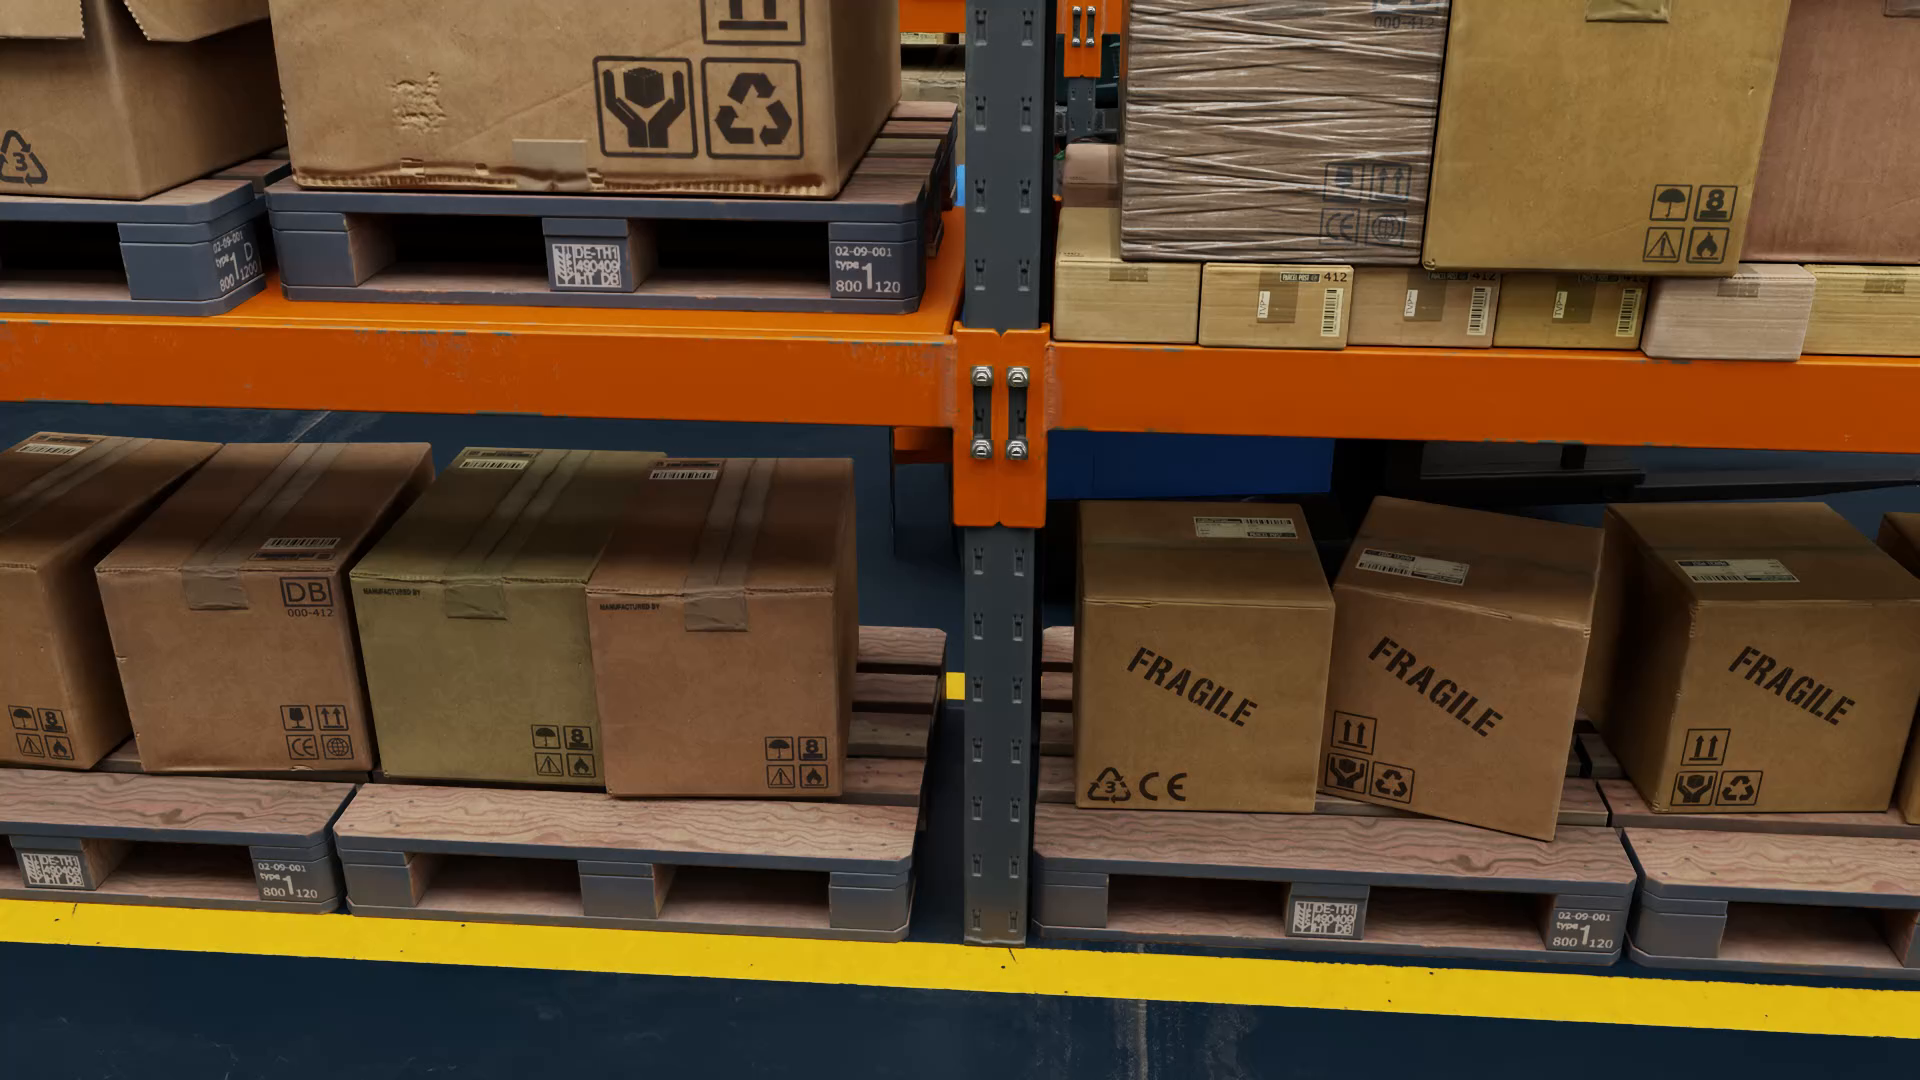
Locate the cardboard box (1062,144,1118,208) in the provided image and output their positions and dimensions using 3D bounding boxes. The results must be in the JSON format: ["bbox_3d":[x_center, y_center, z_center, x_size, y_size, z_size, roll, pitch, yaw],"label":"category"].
[{"bbox_3d":[0.346,-0.733,3.555,0.250,0.149,0.380,2,25,4],"label":"cardboard box"}]

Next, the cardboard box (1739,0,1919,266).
[{"bbox_3d":[1.555,-0.867,3.071,0.500,0.500,0.875,2,25,4],"label":"cardboard box"}]

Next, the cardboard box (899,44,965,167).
[{"bbox_3d":[-0.036,-1.947,8.081,0.750,0.750,1.050,2,25,4],"label":"cardboard box"}]

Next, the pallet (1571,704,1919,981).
[{"bbox_3d":[2.001,0.580,3.737,1.213,0.211,1.003,2,25,4],"label":"pallet"}]

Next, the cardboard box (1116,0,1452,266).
[{"bbox_3d":[0.553,-0.872,3.081,0.500,0.500,0.875,2,25,4],"label":"cardboard box"}]

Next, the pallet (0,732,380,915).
[{"bbox_3d":[-1.887,0.473,3.970,1.213,0.211,1.003,2,25,4],"label":"pallet"}]

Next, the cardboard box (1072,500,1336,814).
[{"bbox_3d":[0.505,0.243,3.622,0.500,0.500,0.500,1,25,2],"label":"cardboard box"}]

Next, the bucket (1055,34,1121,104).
[{"bbox_3d":[0.902,-2.956,10.182,0.620,0.611,0.726,1,23,26],"label":"bucket"}]

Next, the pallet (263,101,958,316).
[{"bbox_3d":[-0.642,-0.729,3.476,1.213,0.211,1.003,2,25,4],"label":"pallet"}]

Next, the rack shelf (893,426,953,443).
[{"bbox_3d":[-0.118,-0.389,5.054,0.180,0.103,0.258,-2,25,-4],"label":"rack shelf"}]

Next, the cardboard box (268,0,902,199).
[{"bbox_3d":[-0.672,-1.279,3.220,1.000,1.000,1.000,2,25,4],"label":"cardboard box"}]

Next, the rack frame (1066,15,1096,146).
[{"bbox_3d":[0.590,-2.796,7.737,0.127,3.000,1.000,2,25,4],"label":"rack frame"}]

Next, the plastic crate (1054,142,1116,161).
[{"bbox_3d":[0.863,-2.085,9.487,0.662,0.188,0.450,16,39,31],"label":"plastic crate"}]

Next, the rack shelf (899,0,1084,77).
[{"bbox_3d":[-1.404,-2.533,8.026,4.000,0.370,1.077,2,25,4],"label":"rack shelf"}]

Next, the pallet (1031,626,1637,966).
[{"bbox_3d":[0.782,0.542,3.820,1.213,0.211,1.003,2,25,4],"label":"pallet"}]

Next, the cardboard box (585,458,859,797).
[{"bbox_3d":[-0.501,0.176,3.744,0.500,0.500,0.700,0,25,0],"label":"cardboard box"}]

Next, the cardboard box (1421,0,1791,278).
[{"bbox_3d":[1.049,-0.841,3.014,0.500,0.500,0.875,2,25,4],"label":"cardboard box"}]

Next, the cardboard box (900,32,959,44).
[{"bbox_3d":[-0.372,-3.896,12.770,0.625,0.372,0.950,3,25,7],"label":"cardboard box"}]

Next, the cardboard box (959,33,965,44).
[{"bbox_3d":[0.345,-3.875,12.723,0.625,0.372,0.950,2,25,5],"label":"cardboard box"}]

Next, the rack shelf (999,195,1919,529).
[{"bbox_3d":[2.103,-0.341,3.263,4.000,0.370,1.077,2,25,4],"label":"rack shelf"}]

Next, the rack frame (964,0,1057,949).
[{"bbox_3d":[0.109,-0.732,3.251,0.127,3.000,1.000,2,25,4],"label":"rack frame"}]

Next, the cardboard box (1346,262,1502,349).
[{"bbox_3d":[0.800,-0.475,2.995,0.250,0.149,0.380,2,25,4],"label":"cardboard box"}]

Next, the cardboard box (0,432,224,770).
[{"bbox_3d":[-2.090,0.117,3.871,0.500,0.500,0.700,4,25,8],"label":"cardboard box"}]

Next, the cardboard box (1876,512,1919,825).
[{"bbox_3d":[2.255,0.282,3.538,0.500,0.500,0.500,4,25,9],"label":"cardboard box"}]

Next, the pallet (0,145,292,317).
[{"bbox_3d":[-1.902,-0.726,3.469,1.213,0.211,1.003,2,25,4],"label":"pallet"}]

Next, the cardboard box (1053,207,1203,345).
[{"bbox_3d":[0.301,-0.485,3.016,0.250,0.149,0.380,2,25,4],"label":"cardboard box"}]

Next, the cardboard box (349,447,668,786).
[{"bbox_3d":[-0.975,0.152,3.794,0.500,0.500,0.700,2,25,4],"label":"cardboard box"}]

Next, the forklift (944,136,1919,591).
[{"bbox_3d":[1.484,-1.413,4.814,3.031,2.935,1.130,-2,25,-4],"label":"forklift"}]

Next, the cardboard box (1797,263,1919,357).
[{"bbox_3d":[1.549,-0.455,2.952,0.250,0.149,0.380,2,25,4],"label":"cardboard box"}]

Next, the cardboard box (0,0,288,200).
[{"bbox_3d":[-1.626,-0.986,3.179,0.637,0.503,0.797,4,25,9],"label":"cardboard box"}]

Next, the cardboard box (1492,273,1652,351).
[{"bbox_3d":[1.050,-0.471,2.986,0.250,0.149,0.380,2,25,4],"label":"cardboard box"}]

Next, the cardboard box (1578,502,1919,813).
[{"bbox_3d":[1.702,0.245,3.617,0.500,0.500,0.500,0,25,-1],"label":"cardboard box"}]

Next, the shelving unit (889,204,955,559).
[{"bbox_3d":[-0.118,-0.539,4.985,0.189,1.200,0.258,-2,25,-4],"label":"shelving unit"}]

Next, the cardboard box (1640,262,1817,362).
[{"bbox_3d":[1.296,-0.446,2.932,0.250,0.149,0.380,2,25,4],"label":"cardboard box"}]

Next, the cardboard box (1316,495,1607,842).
[{"bbox_3d":[1.077,0.258,3.589,0.500,0.500,0.500,10,27,21],"label":"cardboard box"}]

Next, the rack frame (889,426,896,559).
[{"bbox_3d":[-0.209,-0.536,4.979,0.006,1.200,0.240,-2,25,-4],"label":"rack frame"}]

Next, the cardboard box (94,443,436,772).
[{"bbox_3d":[-1.533,0.135,3.833,0.500,0.500,0.700,0,25,-1],"label":"cardboard box"}]

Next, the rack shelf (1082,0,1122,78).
[{"bbox_3d":[2.584,-2.405,7.748,4.000,0.370,1.077,2,25,4],"label":"rack shelf"}]

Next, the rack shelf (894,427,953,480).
[{"bbox_3d":[-0.118,-0.280,5.104,0.180,0.103,0.258,-2,25,-4],"label":"rack shelf"}]

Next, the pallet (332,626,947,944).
[{"bbox_3d":[-0.667,0.511,3.887,1.213,0.211,1.003,2,25,4],"label":"pallet"}]

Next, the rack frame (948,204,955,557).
[{"bbox_3d":[-0.027,-0.541,4.991,0.006,1.200,0.240,-2,25,-4],"label":"rack frame"}]

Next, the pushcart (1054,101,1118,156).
[{"bbox_3d":[0.743,-2.719,10.707,0.936,0.377,1.648,-7,26,-14],"label":"pushcart"}]

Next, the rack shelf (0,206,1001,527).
[{"bbox_3d":[-1.885,-0.469,3.541,4.000,0.370,1.077,2,25,4],"label":"rack shelf"}]

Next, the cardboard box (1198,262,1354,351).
[{"bbox_3d":[0.549,-0.472,2.987,0.250,0.149,0.380,2,25,4],"label":"cardboard box"}]
